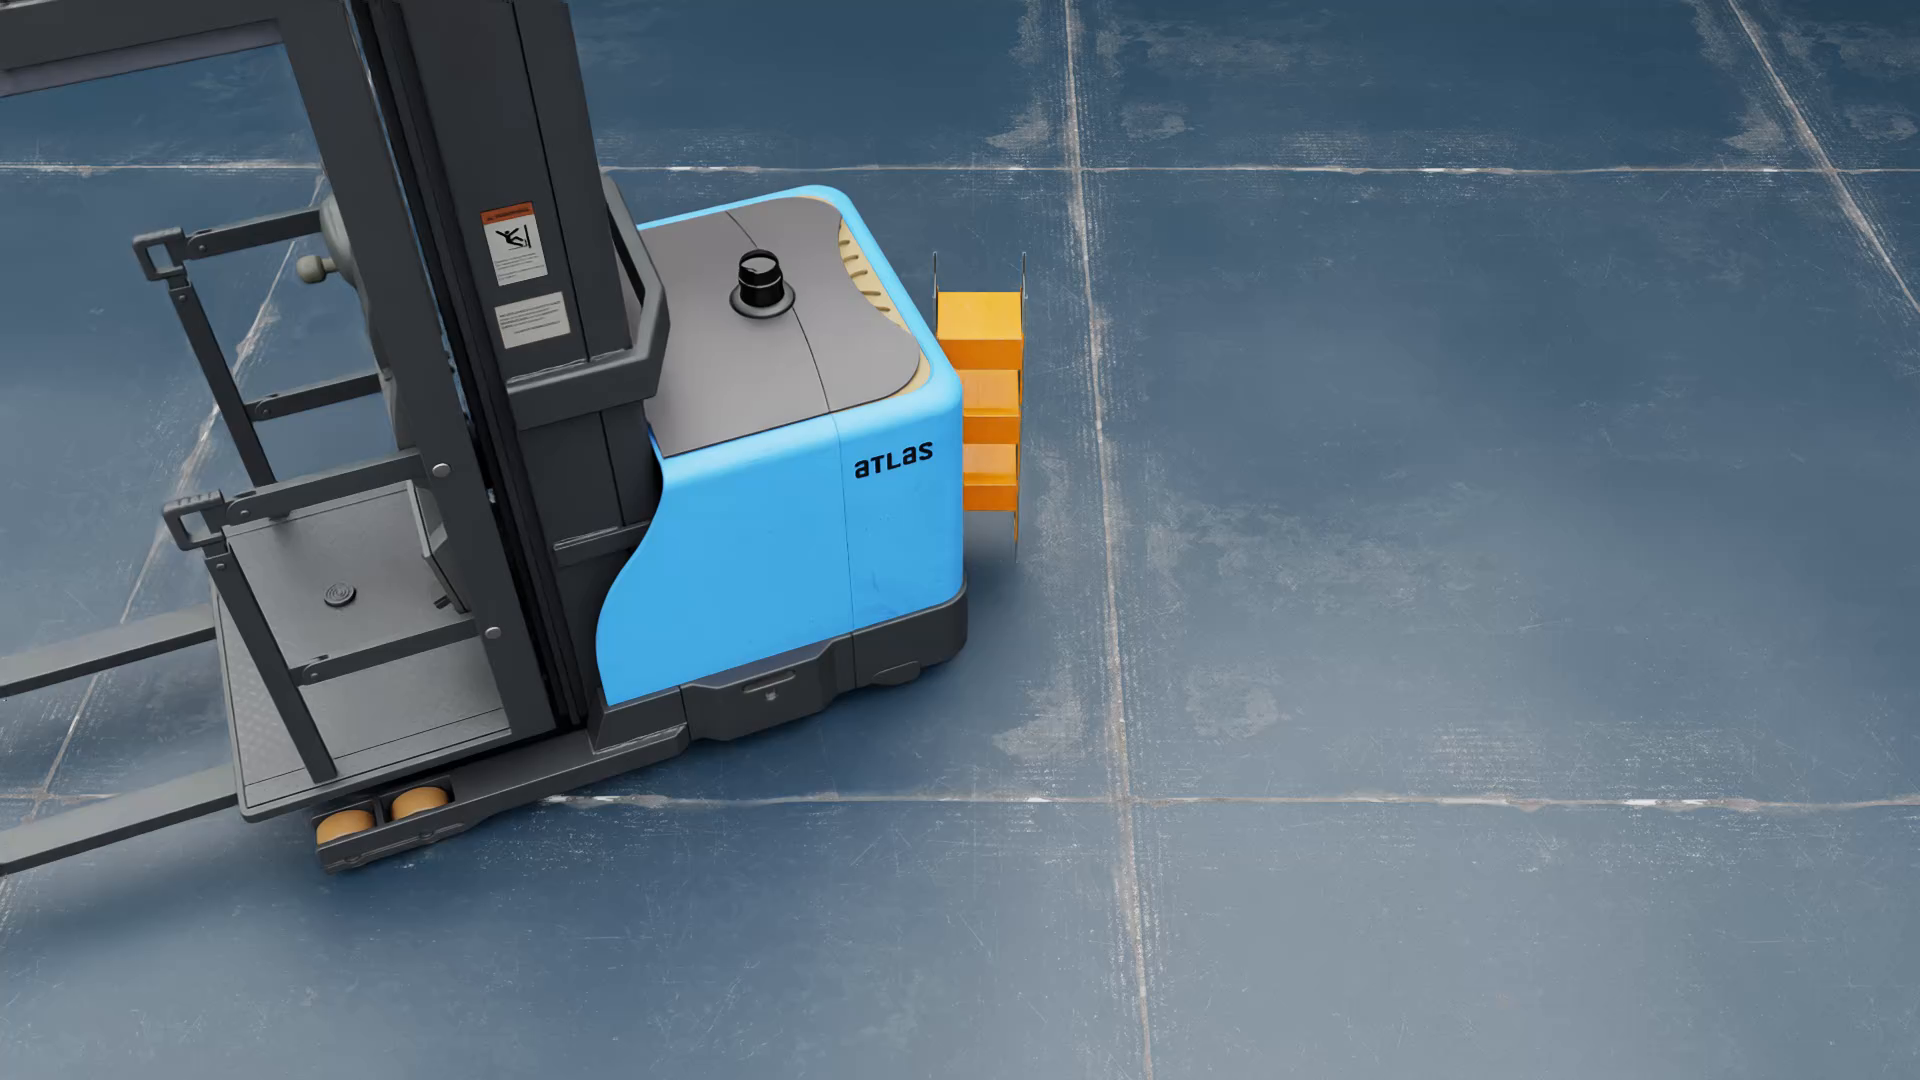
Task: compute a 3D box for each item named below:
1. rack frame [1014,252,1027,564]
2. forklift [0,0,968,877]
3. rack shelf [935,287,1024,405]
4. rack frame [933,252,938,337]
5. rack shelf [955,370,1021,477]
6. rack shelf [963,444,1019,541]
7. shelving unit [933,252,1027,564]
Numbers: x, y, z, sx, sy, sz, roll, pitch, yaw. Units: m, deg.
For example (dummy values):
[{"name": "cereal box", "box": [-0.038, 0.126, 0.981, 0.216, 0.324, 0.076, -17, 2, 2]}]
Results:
[{"name": "rack frame", "box": [0.176, -0.357, 4.865, 0.008, 1.050, 0.200, 0, 47, 0]}, {"name": "forklift", "box": [-1.546, -0.566, 3.774, 3.031, 2.935, 1.130, -17, 49, -15]}, {"name": "rack shelf", "box": [0.054, -0.544, 4.666, 0.240, 0.259, 0.215, 0, 47, 0]}, {"name": "rack frame", "box": [-0.068, -0.358, 4.866, 0.008, 1.050, 0.200, 0, 47, 0]}, {"name": "rack shelf", "box": [0.054, -0.350, 4.873, 0.240, 0.259, 0.215, 0, 47, 0]}, {"name": "rack shelf", "box": [0.054, -0.161, 5.077, 0.240, 0.259, 0.215, 0, 47, 0]}, {"name": "shelving unit", "box": [0.054, -0.358, 4.866, 0.252, 1.050, 0.215, 0, 47, 0]}]
